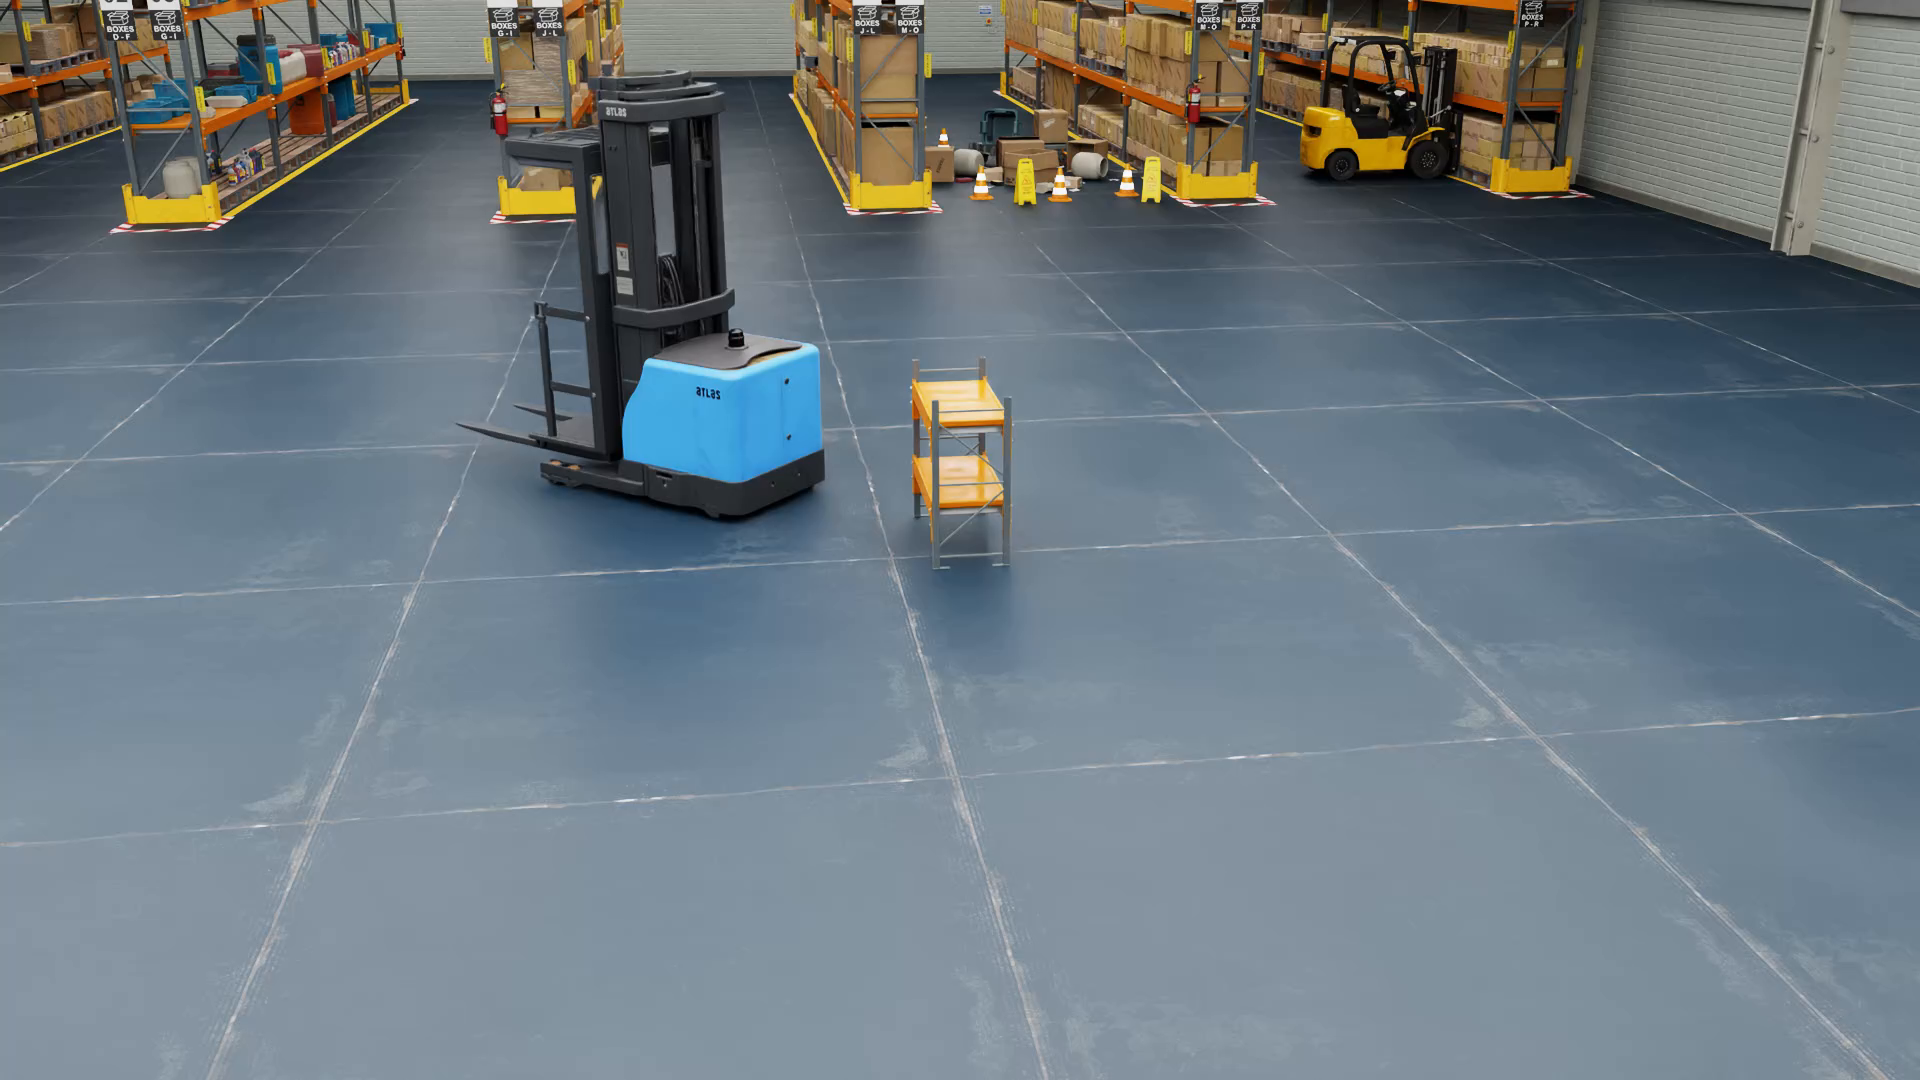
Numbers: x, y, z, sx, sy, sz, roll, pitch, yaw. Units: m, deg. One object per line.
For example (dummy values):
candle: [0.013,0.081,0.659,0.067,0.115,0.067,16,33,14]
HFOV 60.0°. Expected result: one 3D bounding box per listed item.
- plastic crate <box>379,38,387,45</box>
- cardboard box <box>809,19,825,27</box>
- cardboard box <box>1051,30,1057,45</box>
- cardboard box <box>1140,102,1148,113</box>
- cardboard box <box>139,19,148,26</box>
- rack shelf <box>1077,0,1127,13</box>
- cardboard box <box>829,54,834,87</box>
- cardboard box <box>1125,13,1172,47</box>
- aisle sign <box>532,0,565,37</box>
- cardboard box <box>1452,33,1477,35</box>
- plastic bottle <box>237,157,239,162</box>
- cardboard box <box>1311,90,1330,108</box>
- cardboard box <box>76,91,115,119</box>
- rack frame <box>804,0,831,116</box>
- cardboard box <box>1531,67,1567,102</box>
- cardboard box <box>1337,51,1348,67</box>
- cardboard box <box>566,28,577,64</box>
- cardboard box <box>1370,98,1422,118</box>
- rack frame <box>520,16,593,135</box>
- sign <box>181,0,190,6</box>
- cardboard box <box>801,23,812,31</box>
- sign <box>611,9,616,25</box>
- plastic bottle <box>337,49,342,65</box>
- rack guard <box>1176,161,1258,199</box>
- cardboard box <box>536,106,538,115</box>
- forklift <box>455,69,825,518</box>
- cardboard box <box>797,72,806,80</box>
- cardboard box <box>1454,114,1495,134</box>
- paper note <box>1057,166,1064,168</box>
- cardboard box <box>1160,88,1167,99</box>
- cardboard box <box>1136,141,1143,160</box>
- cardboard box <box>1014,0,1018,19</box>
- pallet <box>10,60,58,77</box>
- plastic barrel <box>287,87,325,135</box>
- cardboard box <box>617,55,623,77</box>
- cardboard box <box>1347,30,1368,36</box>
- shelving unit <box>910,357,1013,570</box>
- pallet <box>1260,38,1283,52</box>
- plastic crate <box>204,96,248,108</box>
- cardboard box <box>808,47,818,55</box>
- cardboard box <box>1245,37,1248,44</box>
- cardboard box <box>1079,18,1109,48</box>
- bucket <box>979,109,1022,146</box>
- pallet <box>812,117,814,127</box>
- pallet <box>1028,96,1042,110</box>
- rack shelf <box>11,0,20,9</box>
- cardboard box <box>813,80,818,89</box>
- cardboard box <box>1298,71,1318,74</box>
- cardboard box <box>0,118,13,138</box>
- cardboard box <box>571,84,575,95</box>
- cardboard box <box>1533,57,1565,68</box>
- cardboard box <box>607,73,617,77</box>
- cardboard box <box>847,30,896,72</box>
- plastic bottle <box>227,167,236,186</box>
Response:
plastic crate: [-12.843,-10.985,36.631,0.396,0.136,0.243,-3,21,-8]
cardboard box: [-3.088,-10.773,35.204,0.500,0.500,0.500,-3,21,-8]
cardboard box: [2.154,-10.185,33.699,0.500,0.250,0.500,-4,21,-9]
cardboard box: [3.151,-7.070,27.189,0.380,0.149,0.250,-2,21,-6]
cardboard box: [-17.552,-11.126,35.145,0.500,0.500,0.500,-2,21,-6]
rack shelf: [3.010,-9.709,29.664,1.077,0.370,4.000,-3,21,-8]
cardboard box: [-1.925,-7.877,27.877,0.500,0.500,0.500,-3,21,-8]
cardboard box: [3.147,-8.439,27.528,0.700,0.500,0.500,-3,21,-8]
aisle sign: [-5.626,-7.275,22.691,0.394,0.787,0.004,-3,21,-8]
cardboard box: [8.550,-8.506,28.207,0.380,0.149,0.250,-3,21,-9]
plastic bottle: [-11.055,-5.731,25.528,0.061,0.283,0.133,-3,21,-8]
cardboard box: [7.359,-8.746,33.318,0.500,0.500,0.500,-2,21,-6]
cardboard box: [-17.110,-8.598,32.895,0.500,0.500,0.500,-3,21,-8]
rack frame: [-2.739,-10.433,34.863,1.000,3.000,0.127,-3,21,-8]
cardboard box: [8.990,-7.047,25.654,0.500,0.500,0.500,-2,21,-6]
cardboard box: [7.523,-9.174,31.706,0.500,0.250,0.500,-3,21,-9]
cardboard box: [-5.806,-7.096,23.930,0.500,0.500,0.500,-3,21,-8]
cardboard box: [8.019,-7.733,30.428,0.875,0.625,0.625,-3,21,-8]
rack frame: [-6.508,-7.448,26.871,1.000,3.000,0.127,-3,21,-8]
sign: [-10.288,-7.249,22.038,0.100,0.325,0.005,-3,21,-8]
cardboard box: [-2.985,-10.271,33.338,0.380,0.149,0.250,-3,21,-8]
sign: [-7.126,-10.754,34.181,0.100,0.325,0.005,-3,21,-8]
plastic bottle: [-11.929,-9.288,31.963,0.061,0.283,0.133,-3,21,-8]
rack guard: [3.864,-5.418,25.009,1.175,0.500,0.348,-3,21,-8]
cardboard box: [-6.212,-6.121,23.675,0.380,0.149,0.250,-3,21,-8]
forklift: [-2.509,-1.897,12.107,3.031,2.935,1.130,13,24,30]
cardboard box: [-3.508,-10.577,37.871,0.380,0.149,0.250,-3,21,-8]
cardboard box: [8.249,-6.686,26.732,0.500,0.250,0.500,-3,21,-7]
paper note: [1.686,-6.288,28.007,0.148,0.019,0.142,-3,21,-8]
cardboard box: [3.356,-7.003,26.039,0.380,0.149,0.250,-3,21,-8]
cardboard box: [3.204,-6.455,27.540,0.500,0.250,0.500,-2,21,-5]
cardboard box: [1.519,-12.081,37.704,0.500,0.500,0.500,-3,21,-8]
pallet: [-17.055,-8.476,29.897,1.213,0.211,1.003,-3,21,-8]
plastic barrel: [-12.073,-7.932,30.668,0.600,0.830,0.708,-3,21,-8]
cardboard box: [-7.935,-10.272,36.868,0.875,0.875,0.875,-3,21,-8]
cardboard box: [7.540,-9.540,31.402,0.380,0.149,0.250,-3,21,-7]
shelving unit: [-0.001,-0.529,11.026,0.538,1.125,1.048,-3,21,-8]
pallet: [7.064,-10.597,35.577,1.003,0.211,1.213,-3,21,-8]
plastic crate: [-10.925,-6.526,24.777,0.530,0.136,0.437,-3,21,-8]
cardboard box: [-2.688,-9.275,31.521,0.380,0.149,0.250,-3,21,-7]
cardboard box: [6.629,-11.220,37.328,0.380,0.149,0.250,-2,21,-6]
cardboard box: [2.557,-9.548,31.326,0.500,0.500,0.500,-4,21,-9]
bucket: [0.716,-6.911,27.939,0.726,0.611,0.620,4,11,11]
pallet: [-2.446,-8.434,33.496,1.003,0.211,1.213,-3,21,-8]
pallet: [2.113,-9.679,36.829,1.003,0.211,1.213,-3,21,-8]
rack shelf: [-16.600,-8.711,26.992,1.077,0.370,4.000,-3,21,-8]
cardboard box: [-2.604,-8.823,32.453,0.500,0.250,0.500,-3,21,-7]
cardboard box: [7.481,-10.012,35.780,0.380,0.149,0.250,-3,21,-7]
cardboard box: [-16.418,-6.983,28.153,0.500,0.311,0.500,-3,21,-8]
cardboard box: [-6.264,-6.957,24.989,0.875,0.500,0.500,-3,21,-8]
cardboard box: [8.994,-7.296,25.394,0.380,0.149,0.250,-3,21,-9]
cardboard box: [-7.285,-8.584,32.347,1.225,0.875,0.875,-3,21,-8]
cardboard box: [-1.195,-7.171,24.371,0.875,0.550,0.550,-3,21,-8]
plastic bottle: [-10.786,-5.385,24.618,0.097,0.271,0.097,0,20,0]
